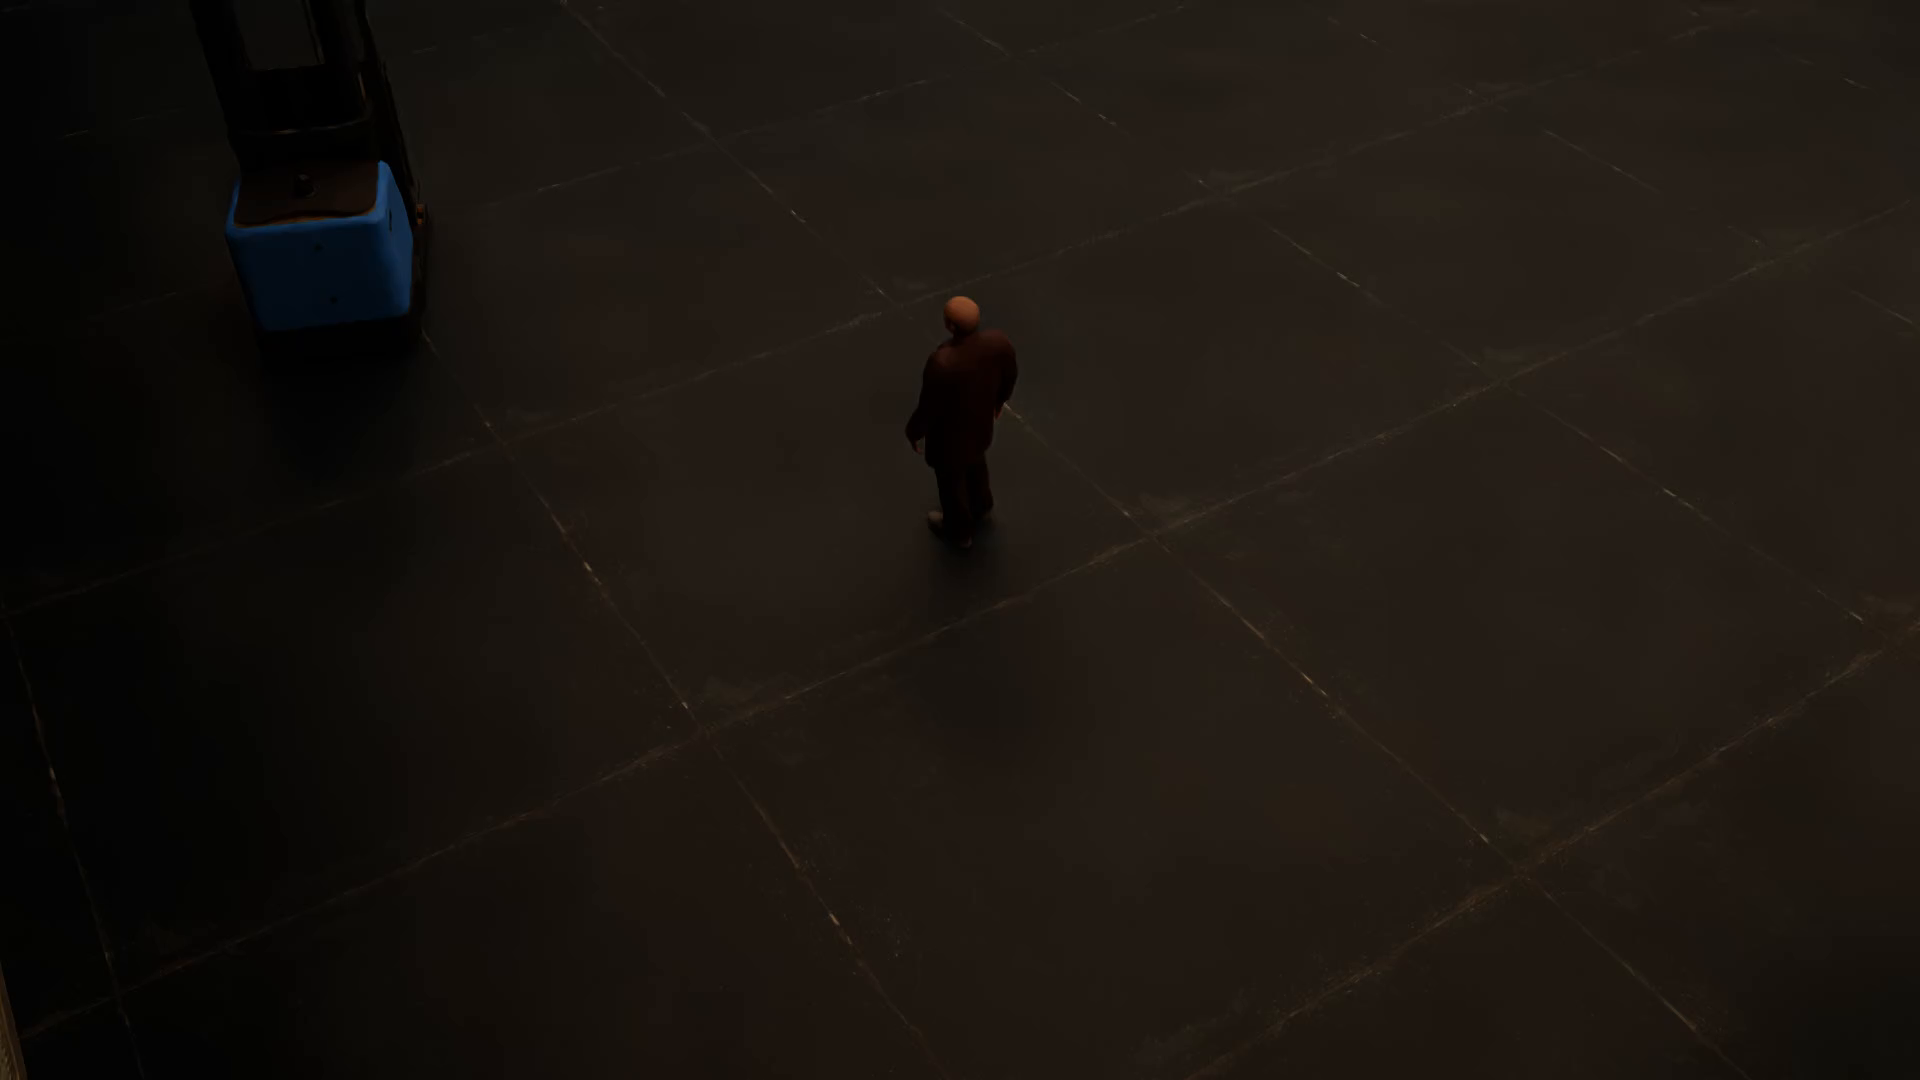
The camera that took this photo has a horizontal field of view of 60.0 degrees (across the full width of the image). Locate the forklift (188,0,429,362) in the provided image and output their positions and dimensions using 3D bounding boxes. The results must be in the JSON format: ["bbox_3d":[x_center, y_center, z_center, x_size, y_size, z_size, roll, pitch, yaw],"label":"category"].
[{"bbox_3d":[-4.597,-3.301,11.648,1.130,2.935,3.031,-8,42,-9],"label":"forklift"}]

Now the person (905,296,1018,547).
[{"bbox_3d":[-0.044,-0.723,9.570,0.694,1.764,0.586,-23,46,-24],"label":"person"}]
